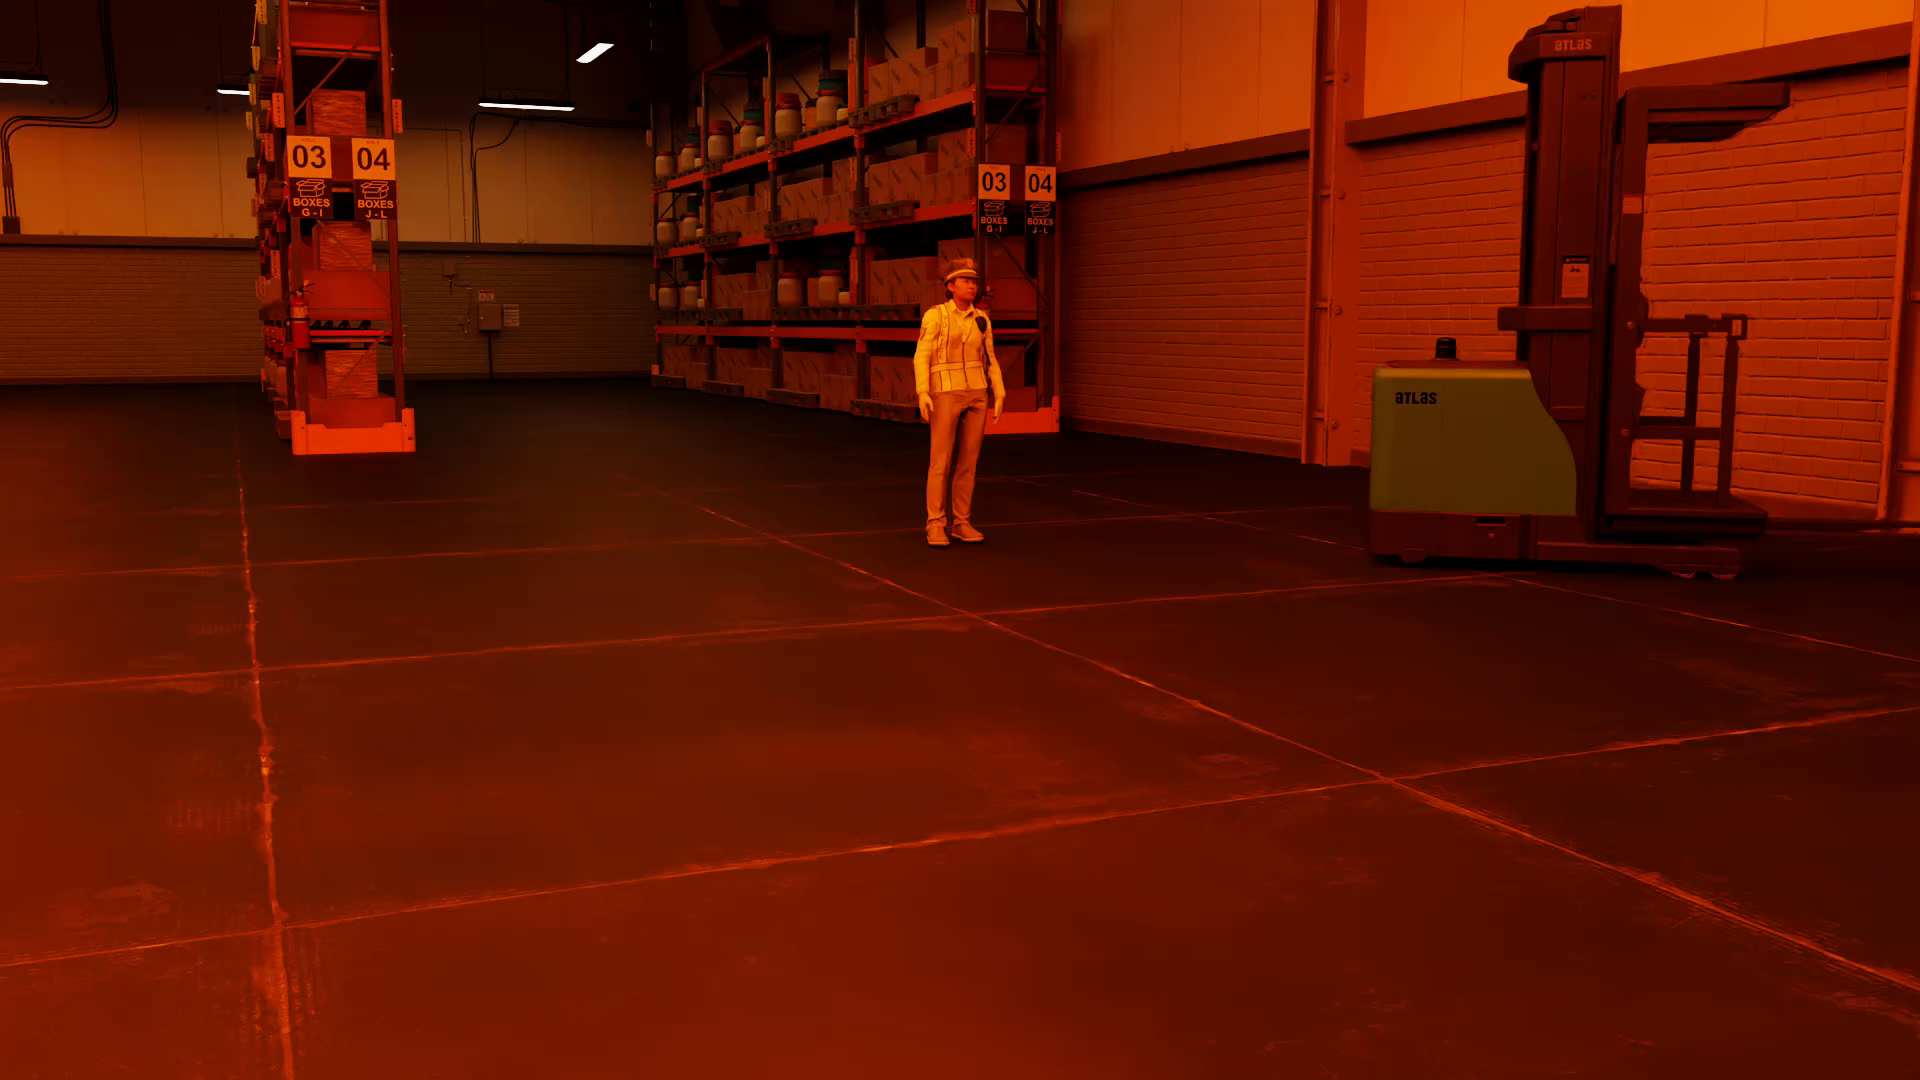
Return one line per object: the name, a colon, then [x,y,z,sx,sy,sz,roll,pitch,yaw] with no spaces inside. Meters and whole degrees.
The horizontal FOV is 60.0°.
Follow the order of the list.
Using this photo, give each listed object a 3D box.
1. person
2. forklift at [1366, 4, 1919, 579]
person: [0.021,-0.839,9.979,0.587,1.696,0.534,-3,8,-23]
forklift: [3.800,-1.325,8.991,3.031,2.935,1.130,2,8,13]
